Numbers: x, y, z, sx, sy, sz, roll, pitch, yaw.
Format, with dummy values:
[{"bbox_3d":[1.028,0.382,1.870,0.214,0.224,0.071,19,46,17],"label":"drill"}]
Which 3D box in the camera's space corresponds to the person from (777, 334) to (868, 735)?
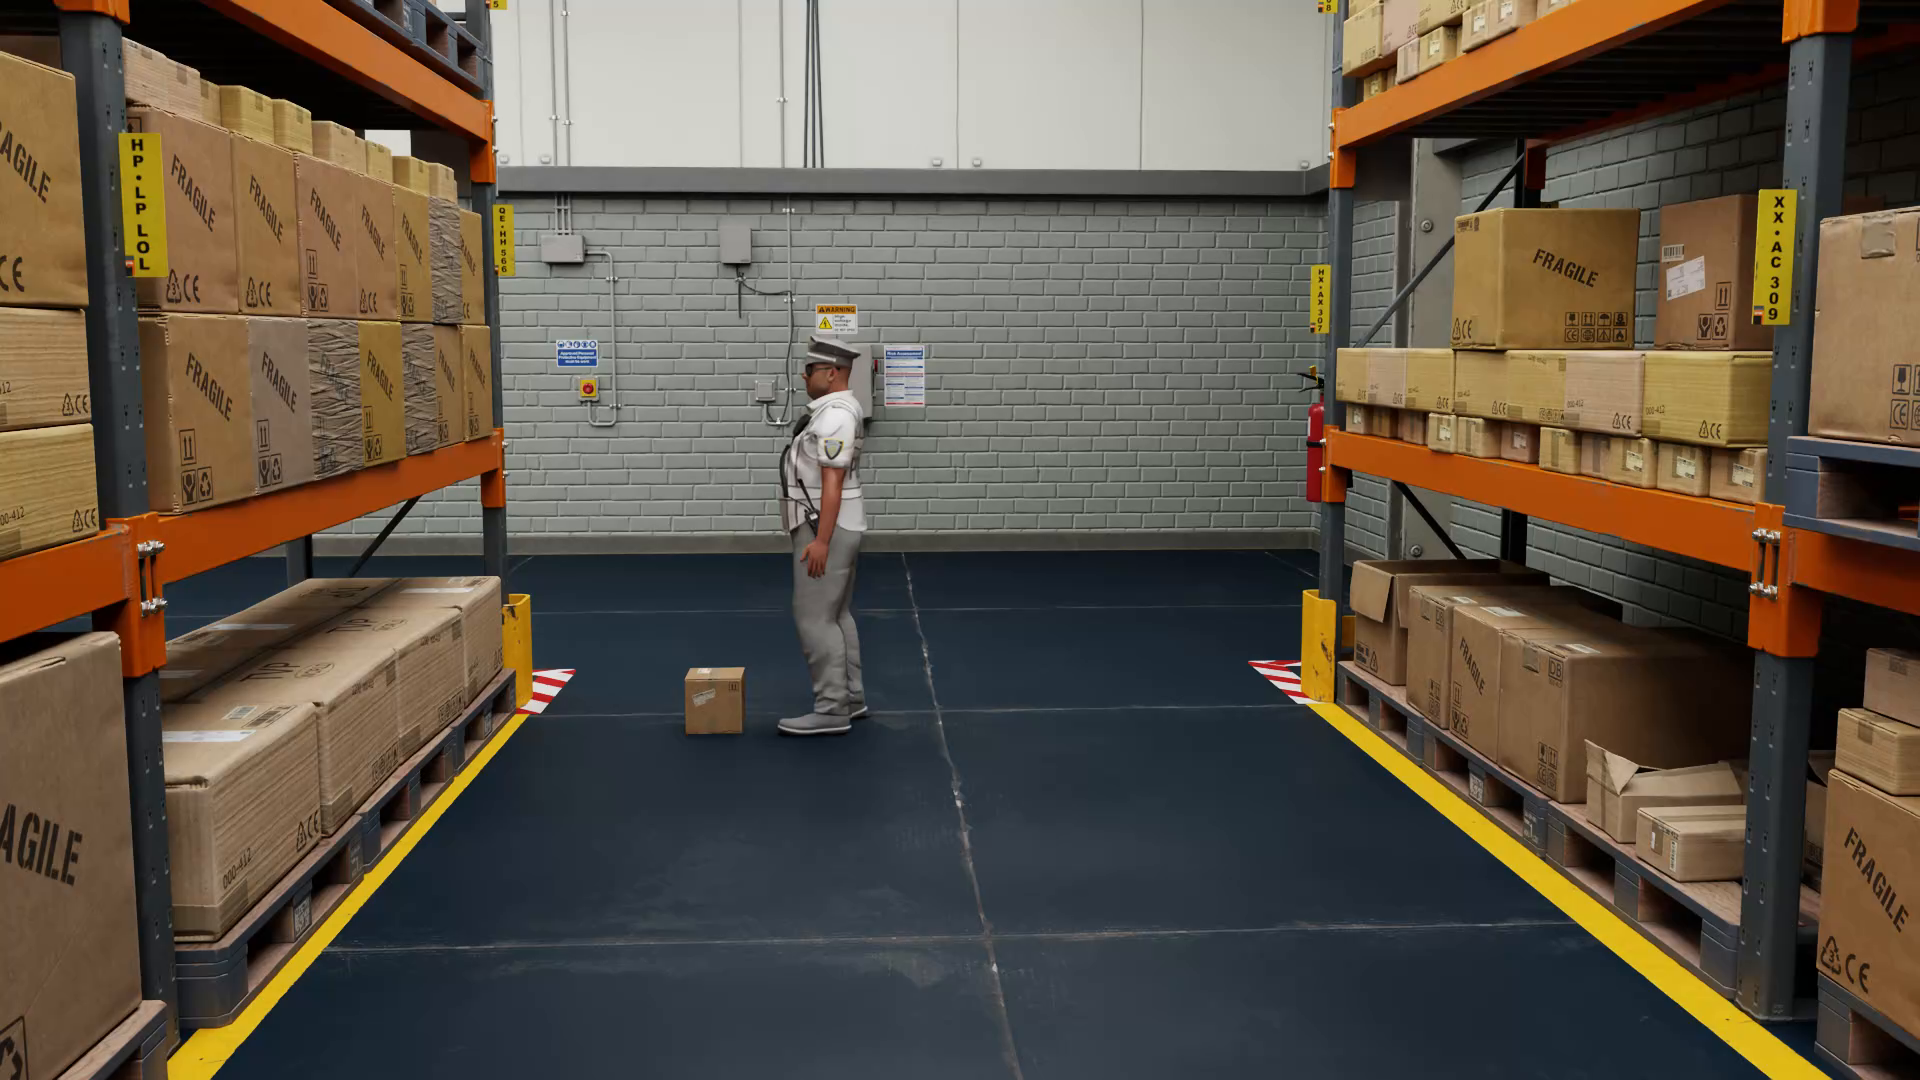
[{"bbox_3d":[-0.614,-0.013,7.409,0.405,1.795,0.529,0,7,-2],"label":"person"}]
